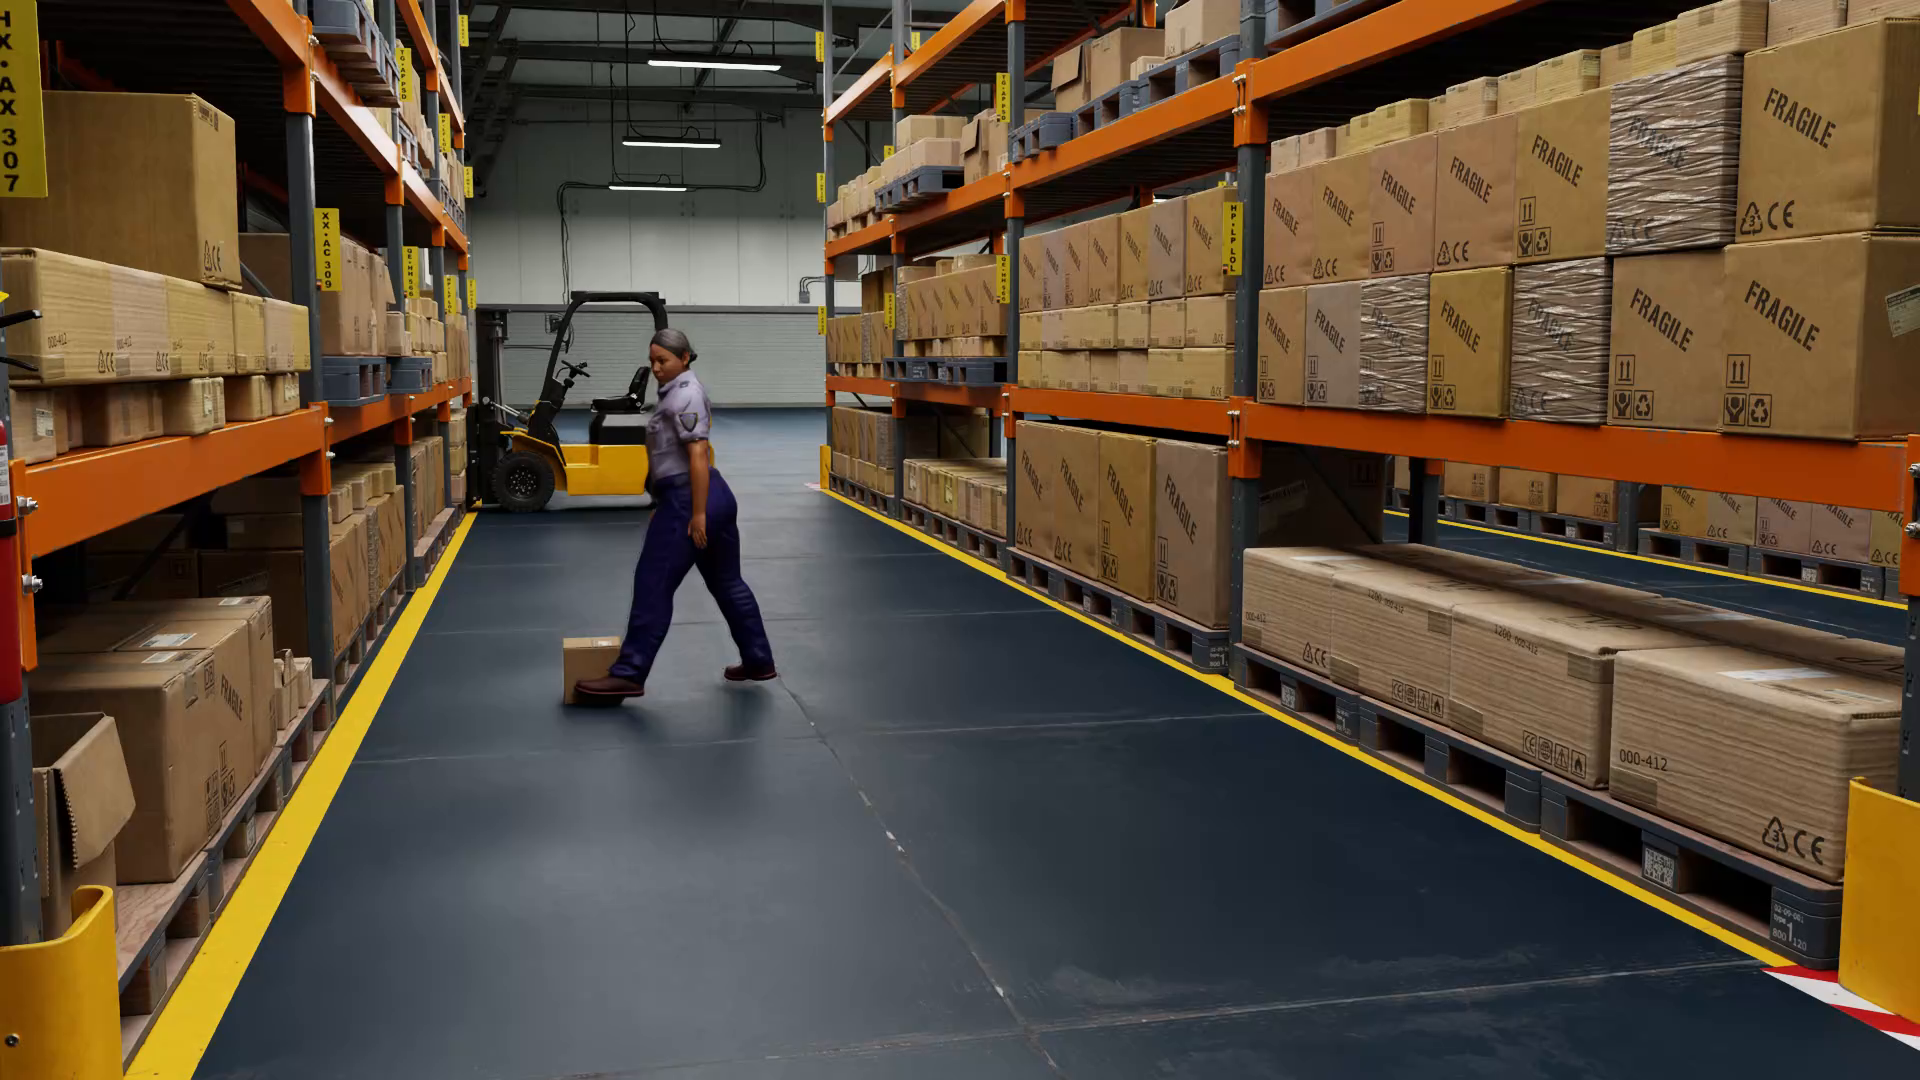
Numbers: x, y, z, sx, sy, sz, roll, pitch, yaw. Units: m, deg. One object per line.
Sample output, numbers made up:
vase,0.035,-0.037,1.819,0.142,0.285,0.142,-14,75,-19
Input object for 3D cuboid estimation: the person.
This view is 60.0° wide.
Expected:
person,-1.256,-0.129,7.396,0.810,1.609,0.657,0,6,4
